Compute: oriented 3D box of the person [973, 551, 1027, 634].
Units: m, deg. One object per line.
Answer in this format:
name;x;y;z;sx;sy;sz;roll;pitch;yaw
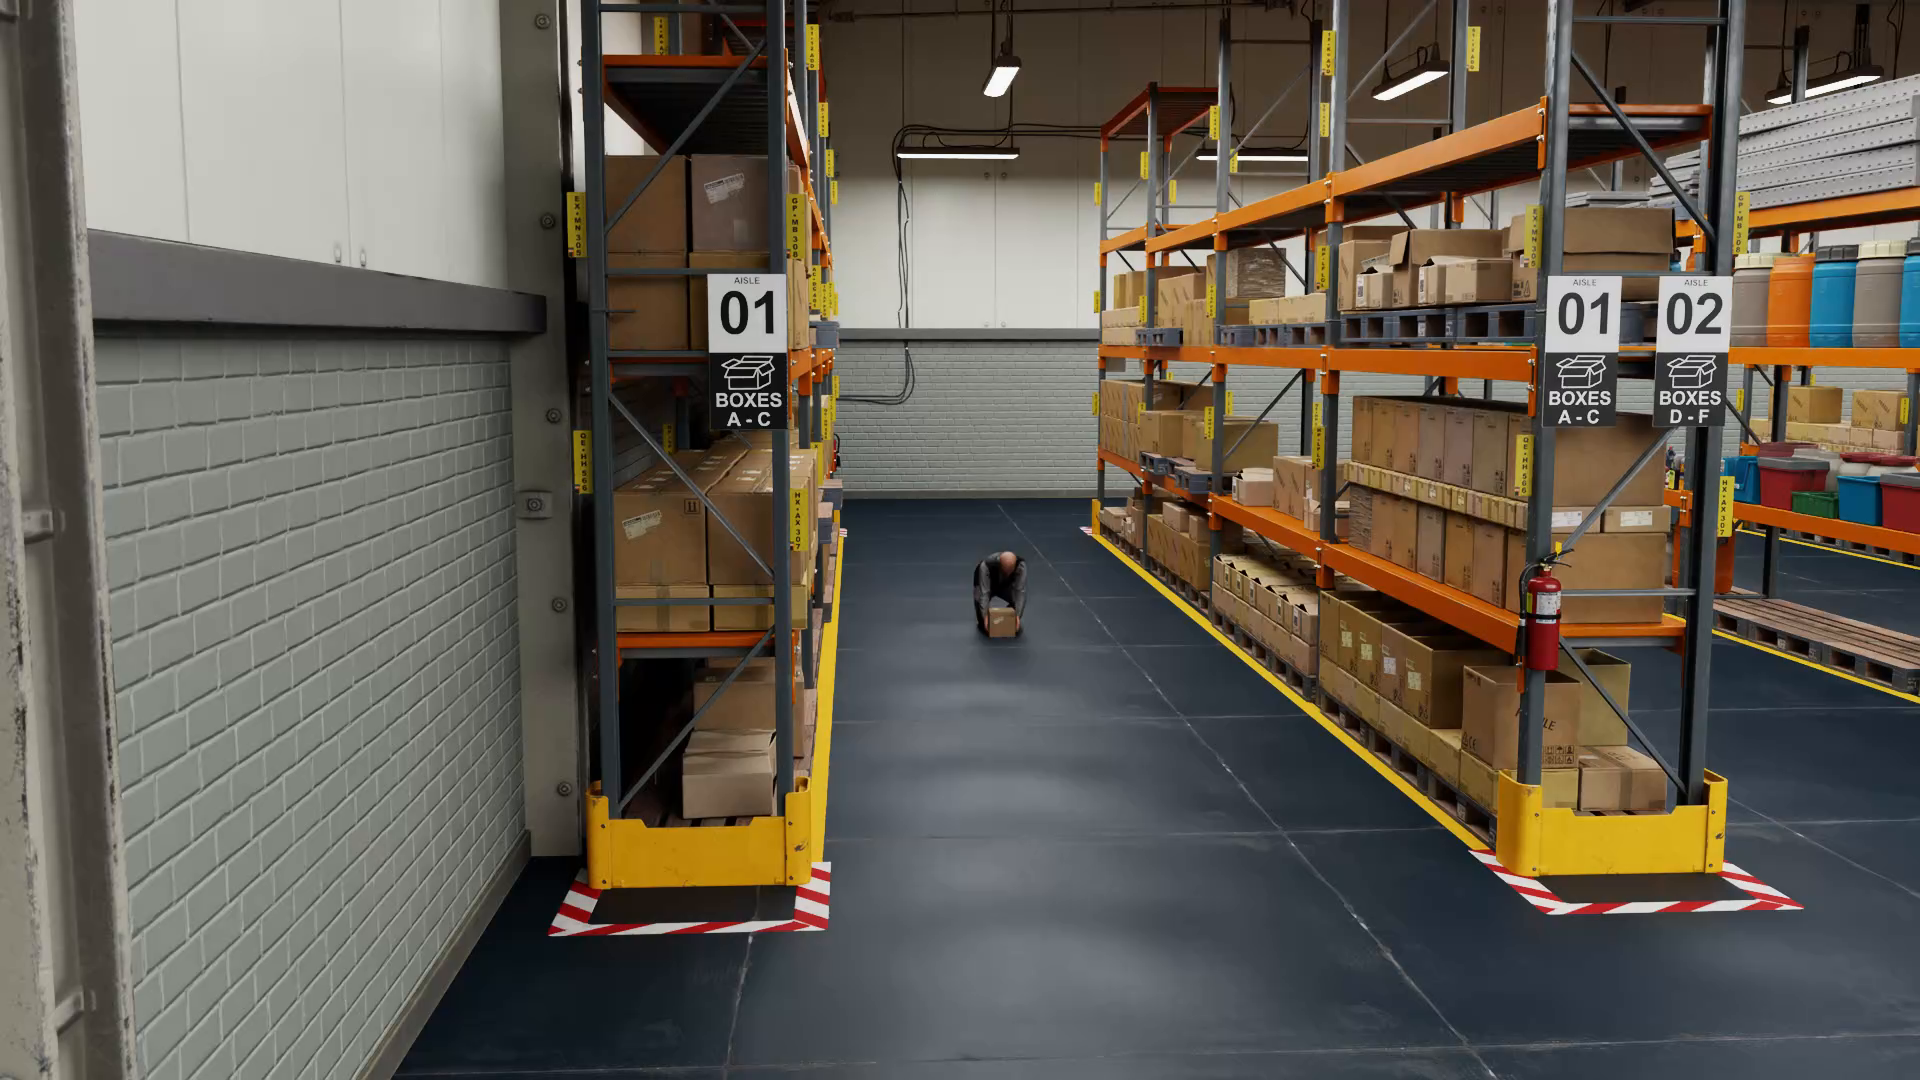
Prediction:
person;0.395;0.488;16.584;0.530;0.833;0.877;0;7;-4
